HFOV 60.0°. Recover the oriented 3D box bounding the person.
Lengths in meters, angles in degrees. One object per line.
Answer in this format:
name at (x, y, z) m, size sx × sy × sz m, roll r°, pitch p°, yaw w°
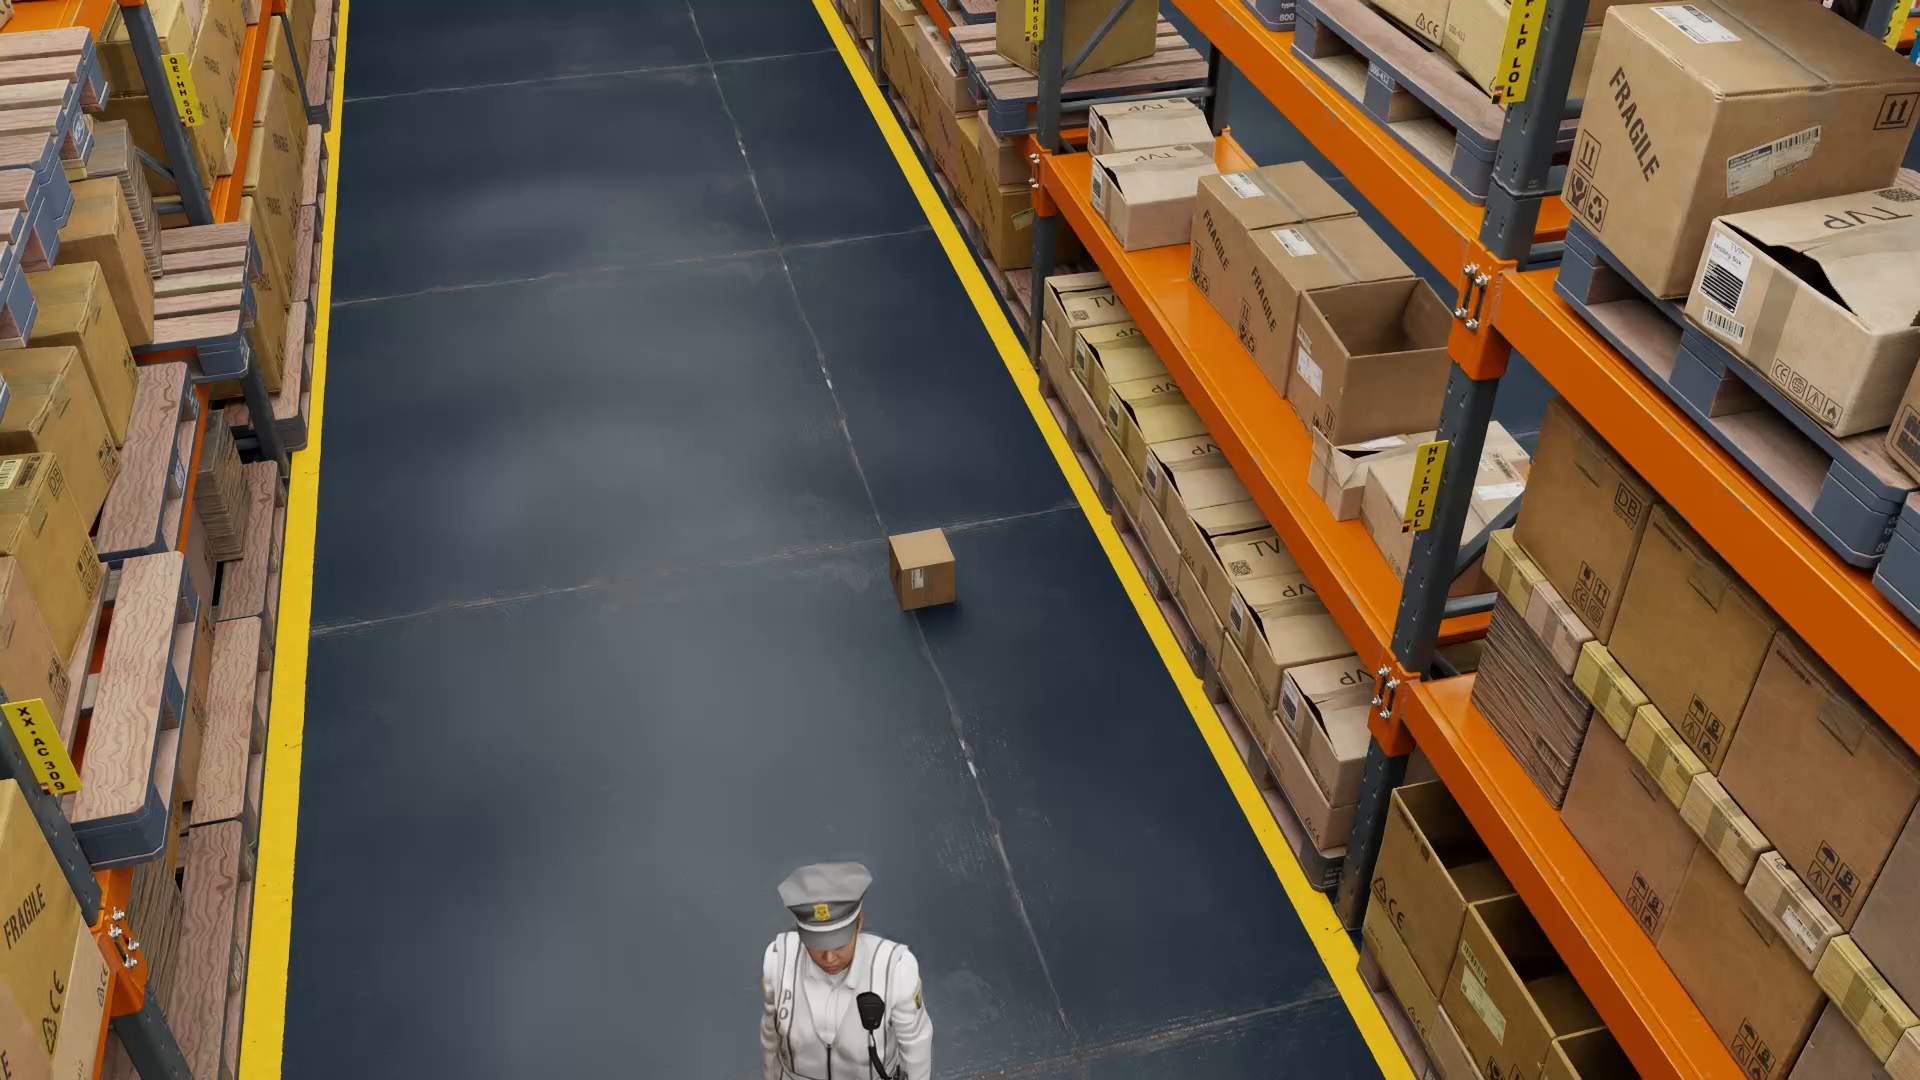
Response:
person at (-0.319, 1.527, 4.729) m, size 0.485 × 1.679 × 0.511 m, roll 5°, pitch 39°, yaw 6°
